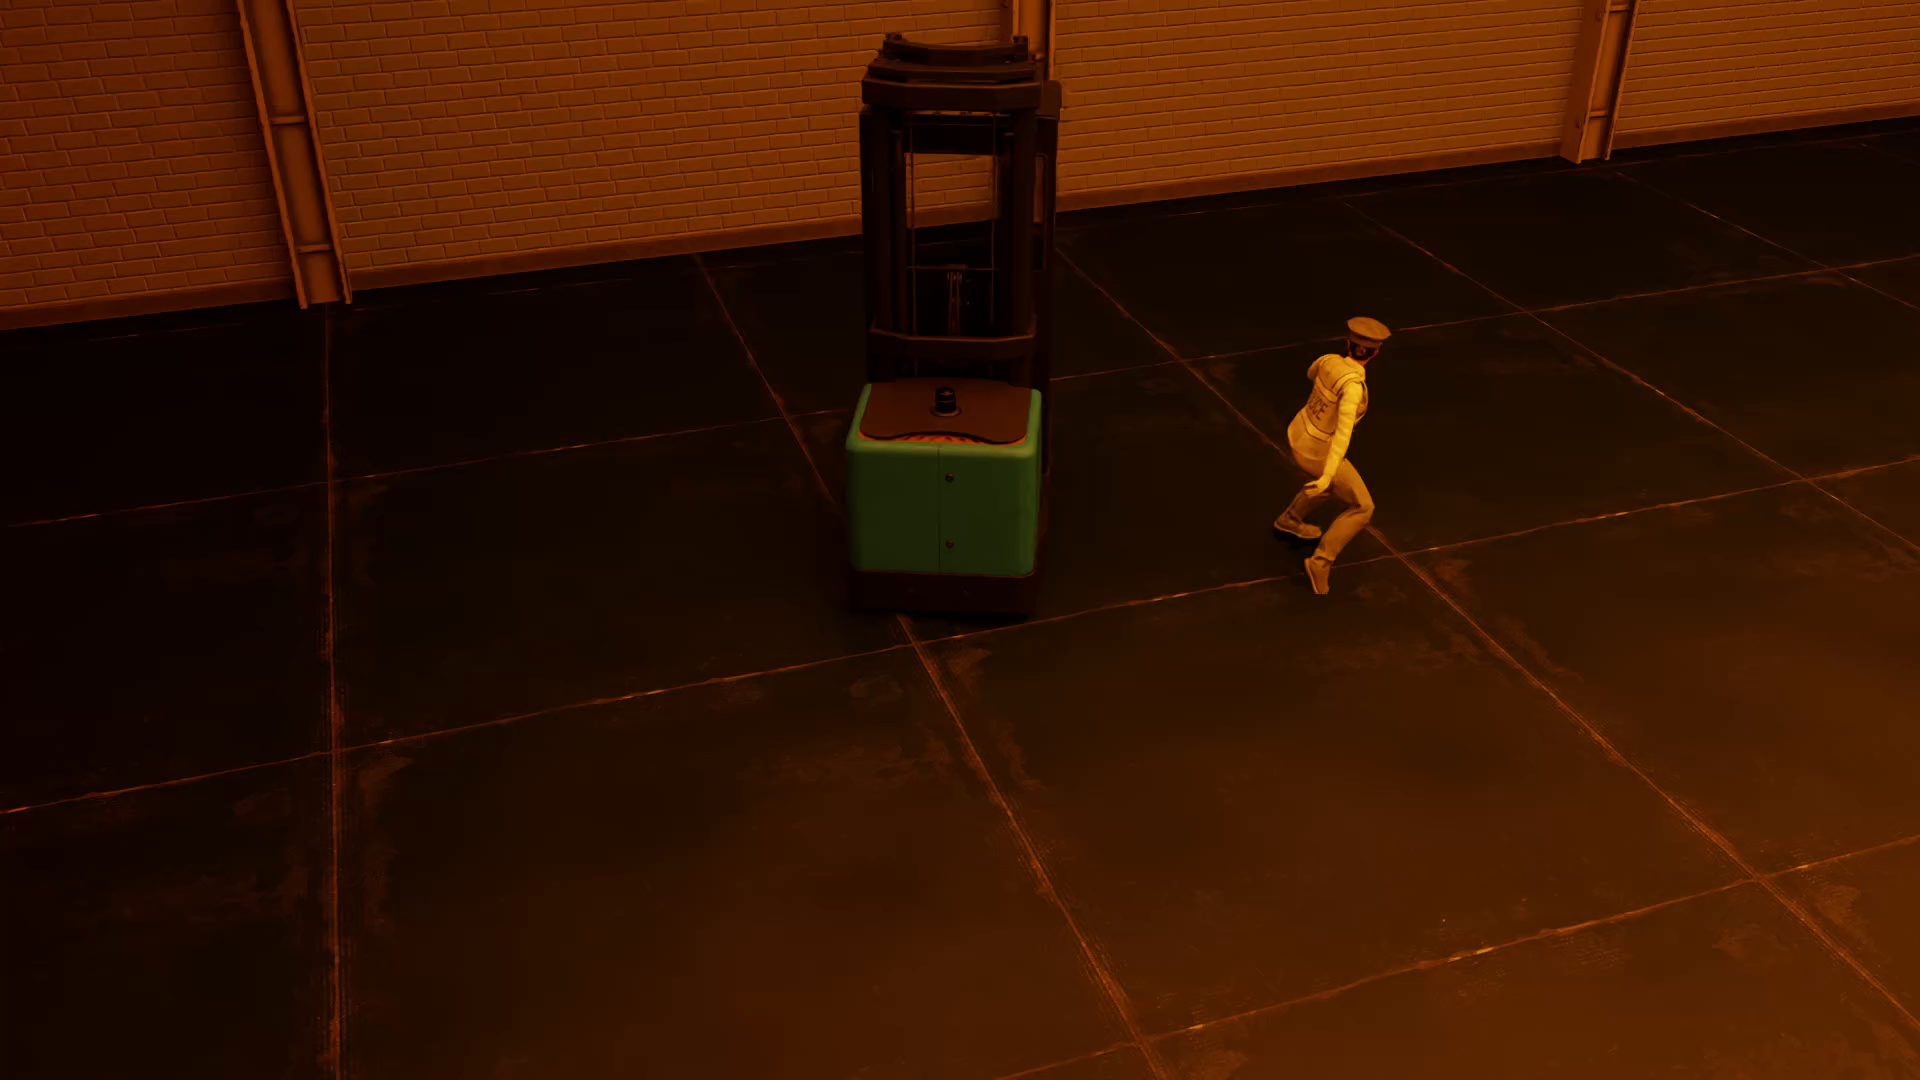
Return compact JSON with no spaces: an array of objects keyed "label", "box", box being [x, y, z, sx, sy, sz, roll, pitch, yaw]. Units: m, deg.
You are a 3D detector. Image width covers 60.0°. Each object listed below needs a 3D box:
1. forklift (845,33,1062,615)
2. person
[{"label":"forklift","box":[0.012,-1.566,9.810,1.130,2.935,3.031,2,30,4]},{"label":"person","box":[2.112,-0.474,9.428,0.500,1.576,0.942,0,30,-1]}]
